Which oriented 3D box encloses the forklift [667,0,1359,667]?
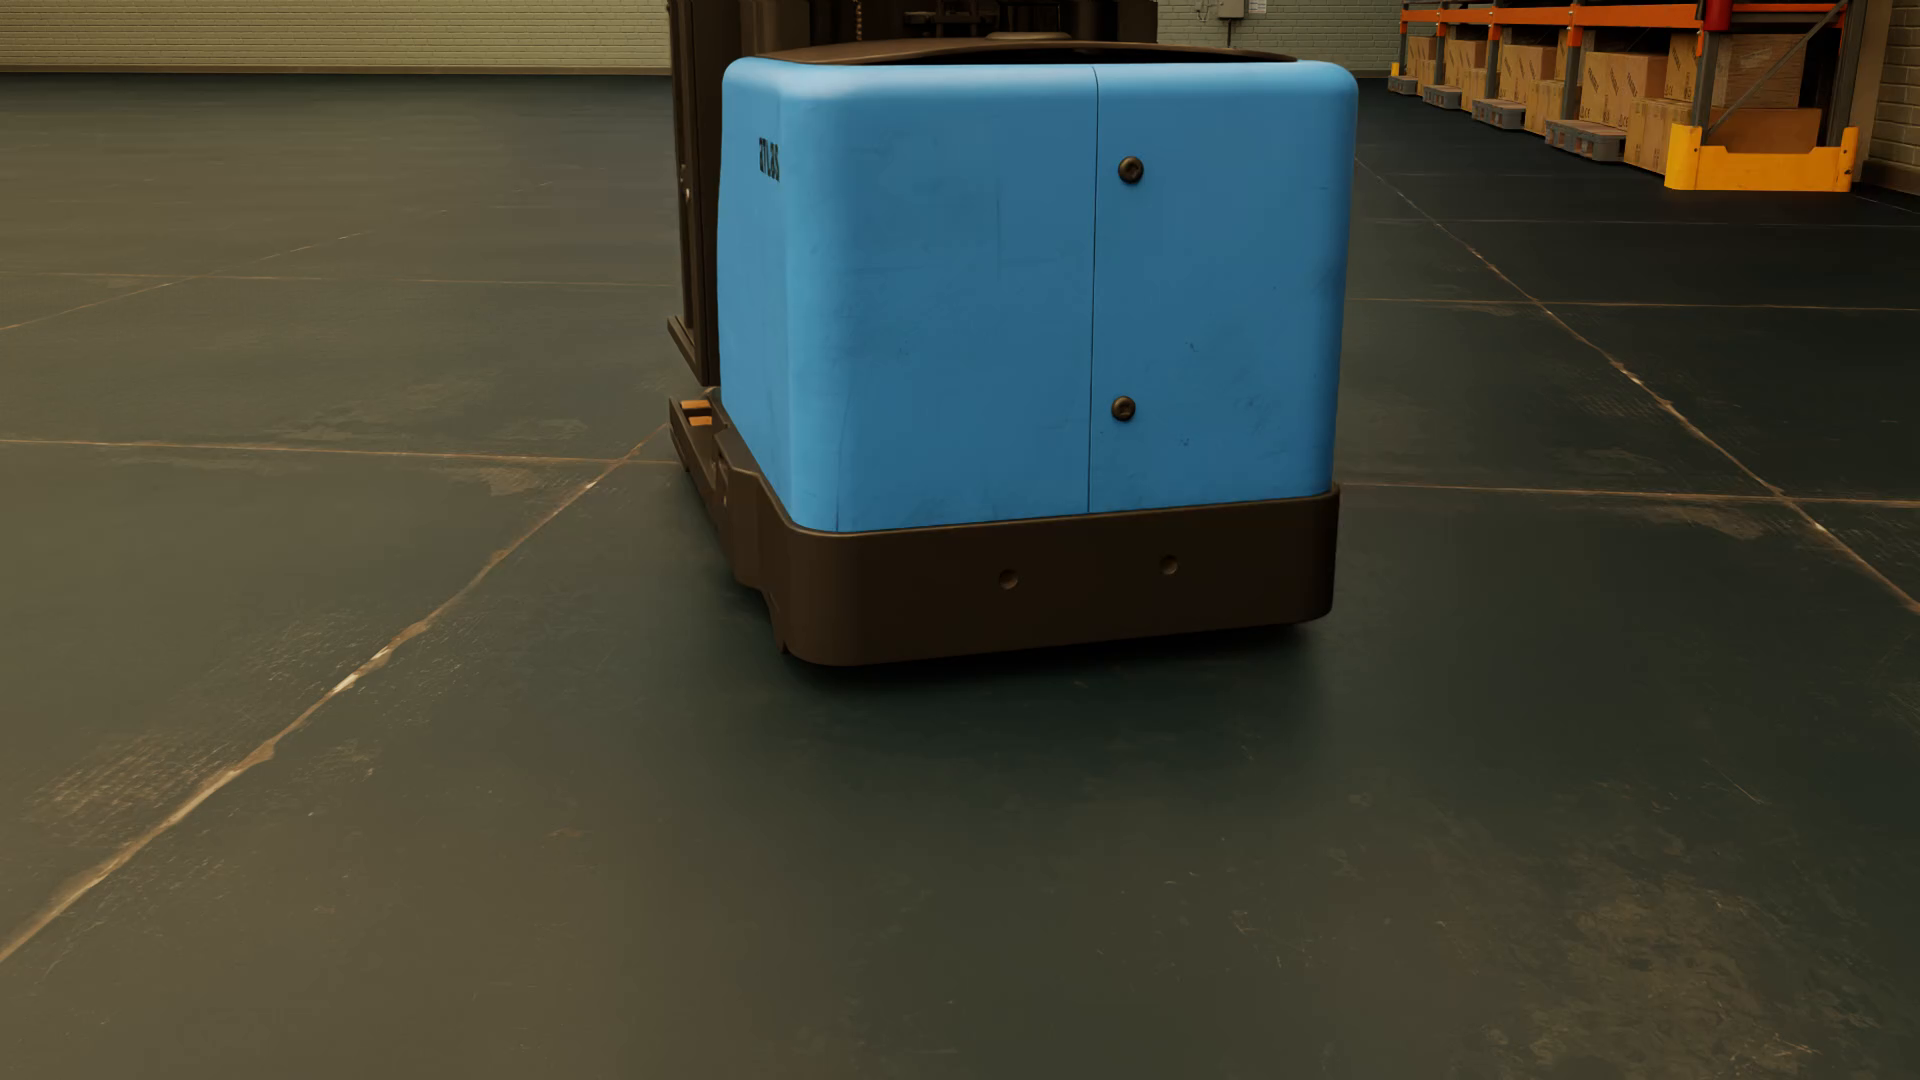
[{"bbox_3d":[-0.165,-1.582,3.969,1.130,2.935,3.031,-5,18,-14],"label":"forklift"}]
